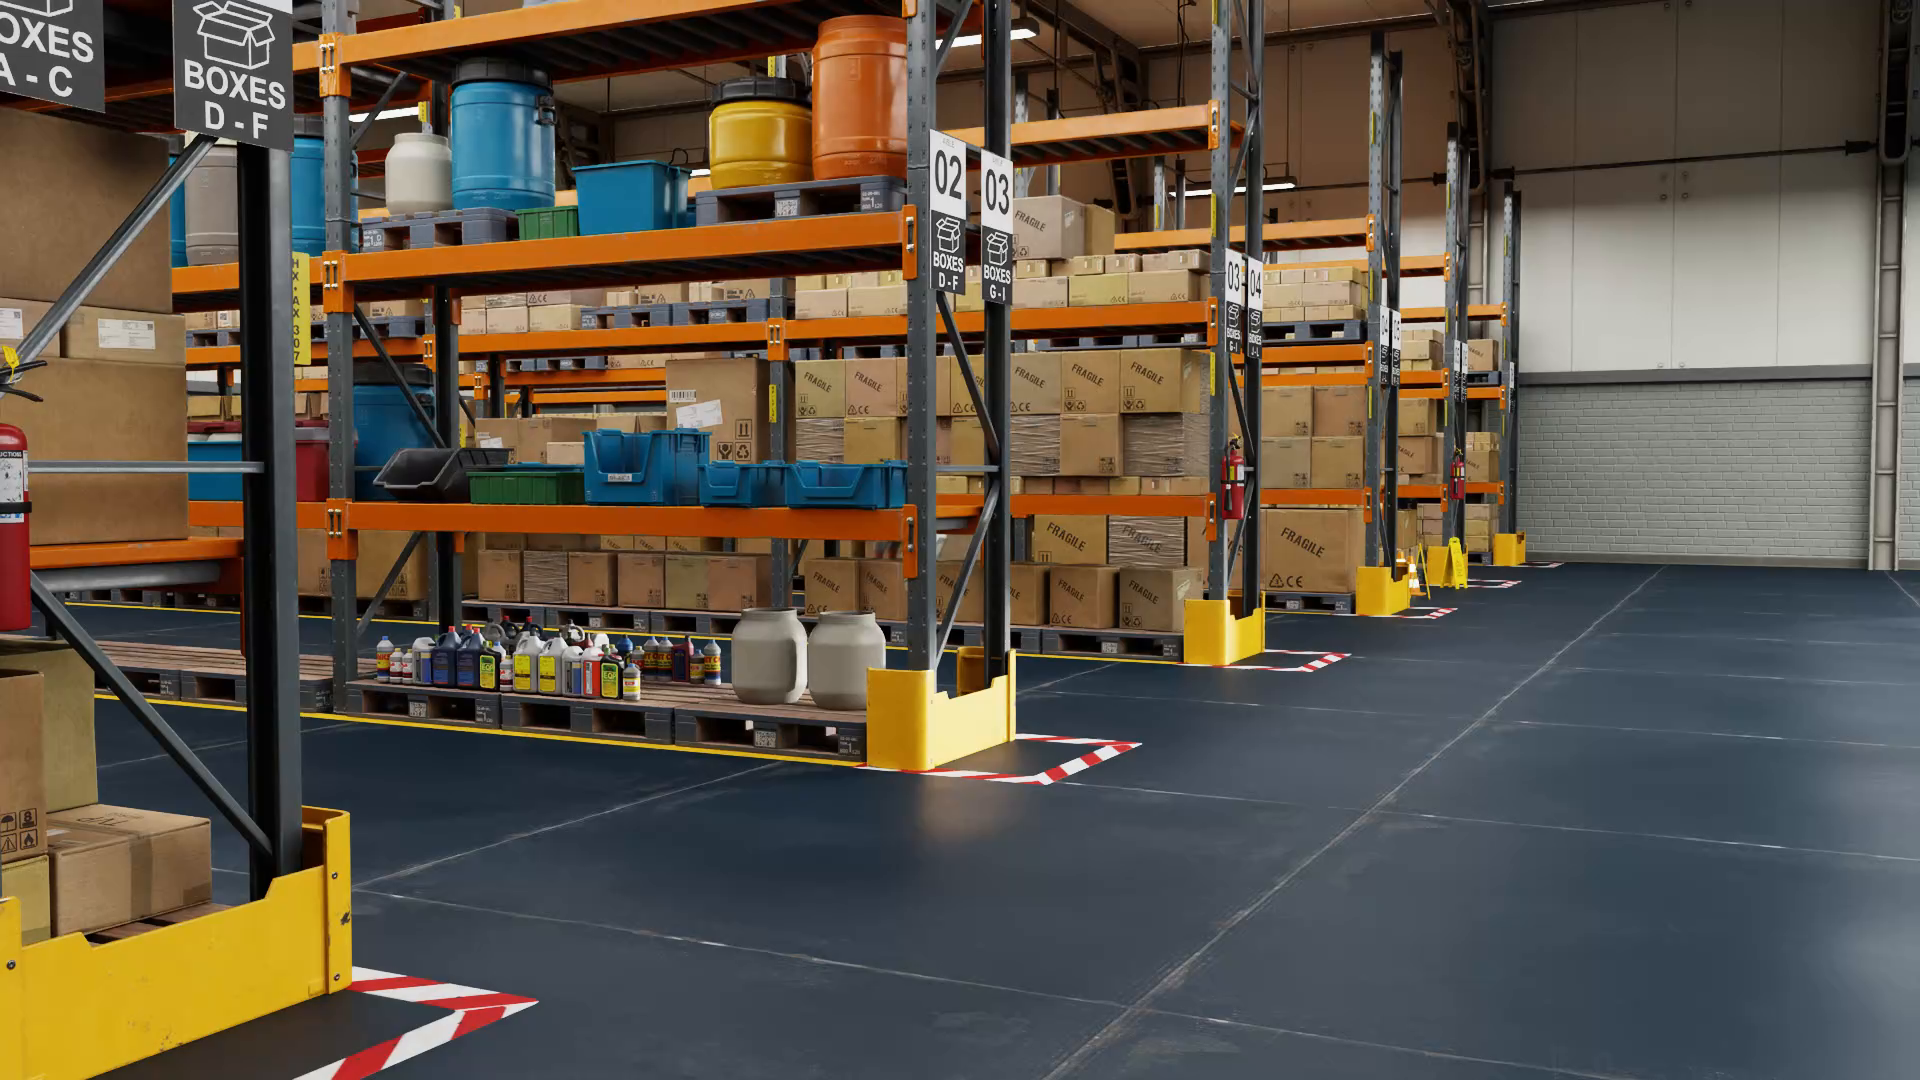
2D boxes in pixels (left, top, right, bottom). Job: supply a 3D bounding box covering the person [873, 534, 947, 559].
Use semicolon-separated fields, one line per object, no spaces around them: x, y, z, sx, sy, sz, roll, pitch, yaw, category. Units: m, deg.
-0.609;0.232;16.981;0.954;1.112;0.524;1;3;23;person
